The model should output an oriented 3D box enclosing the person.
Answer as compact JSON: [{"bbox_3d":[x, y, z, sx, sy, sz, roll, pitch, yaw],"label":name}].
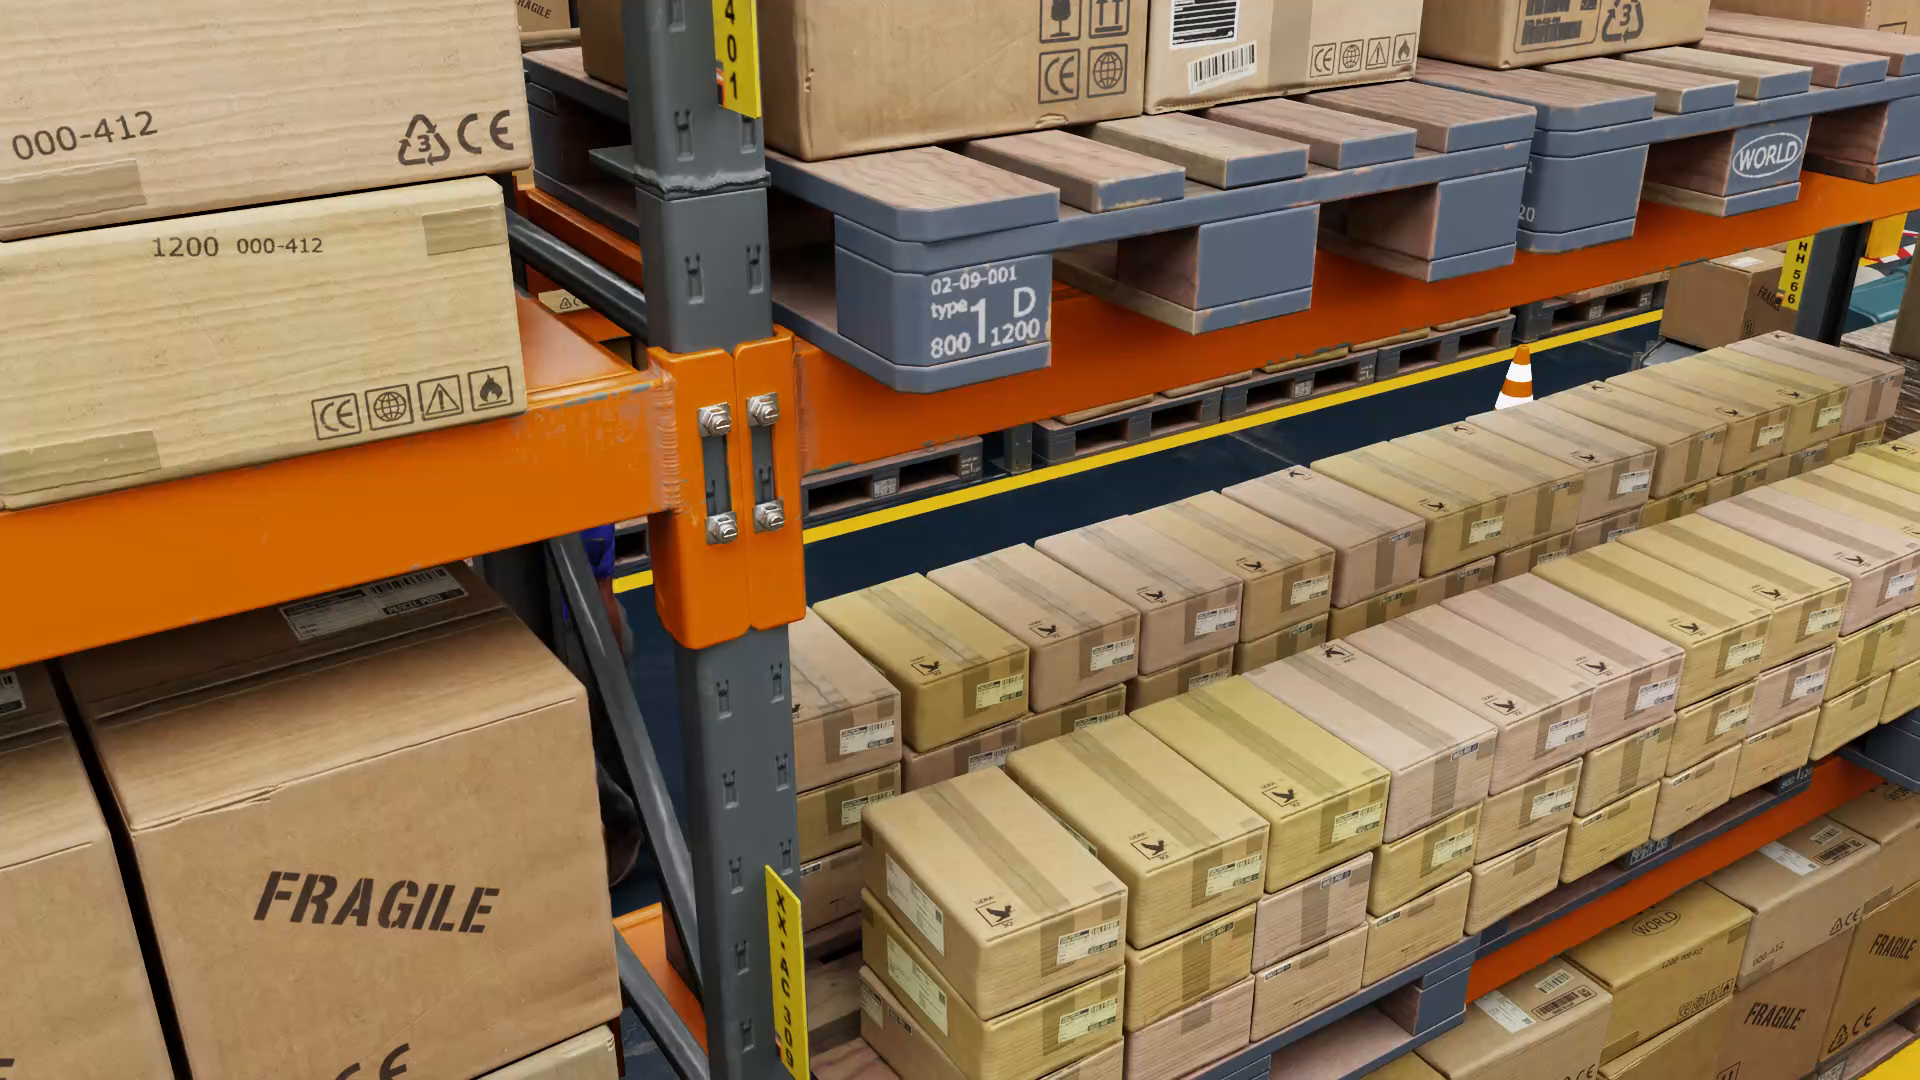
[{"bbox_3d":[-1.233,0.349,5.359,0.436,1.686,0.492,-9,27,-19],"label":"person"}]
